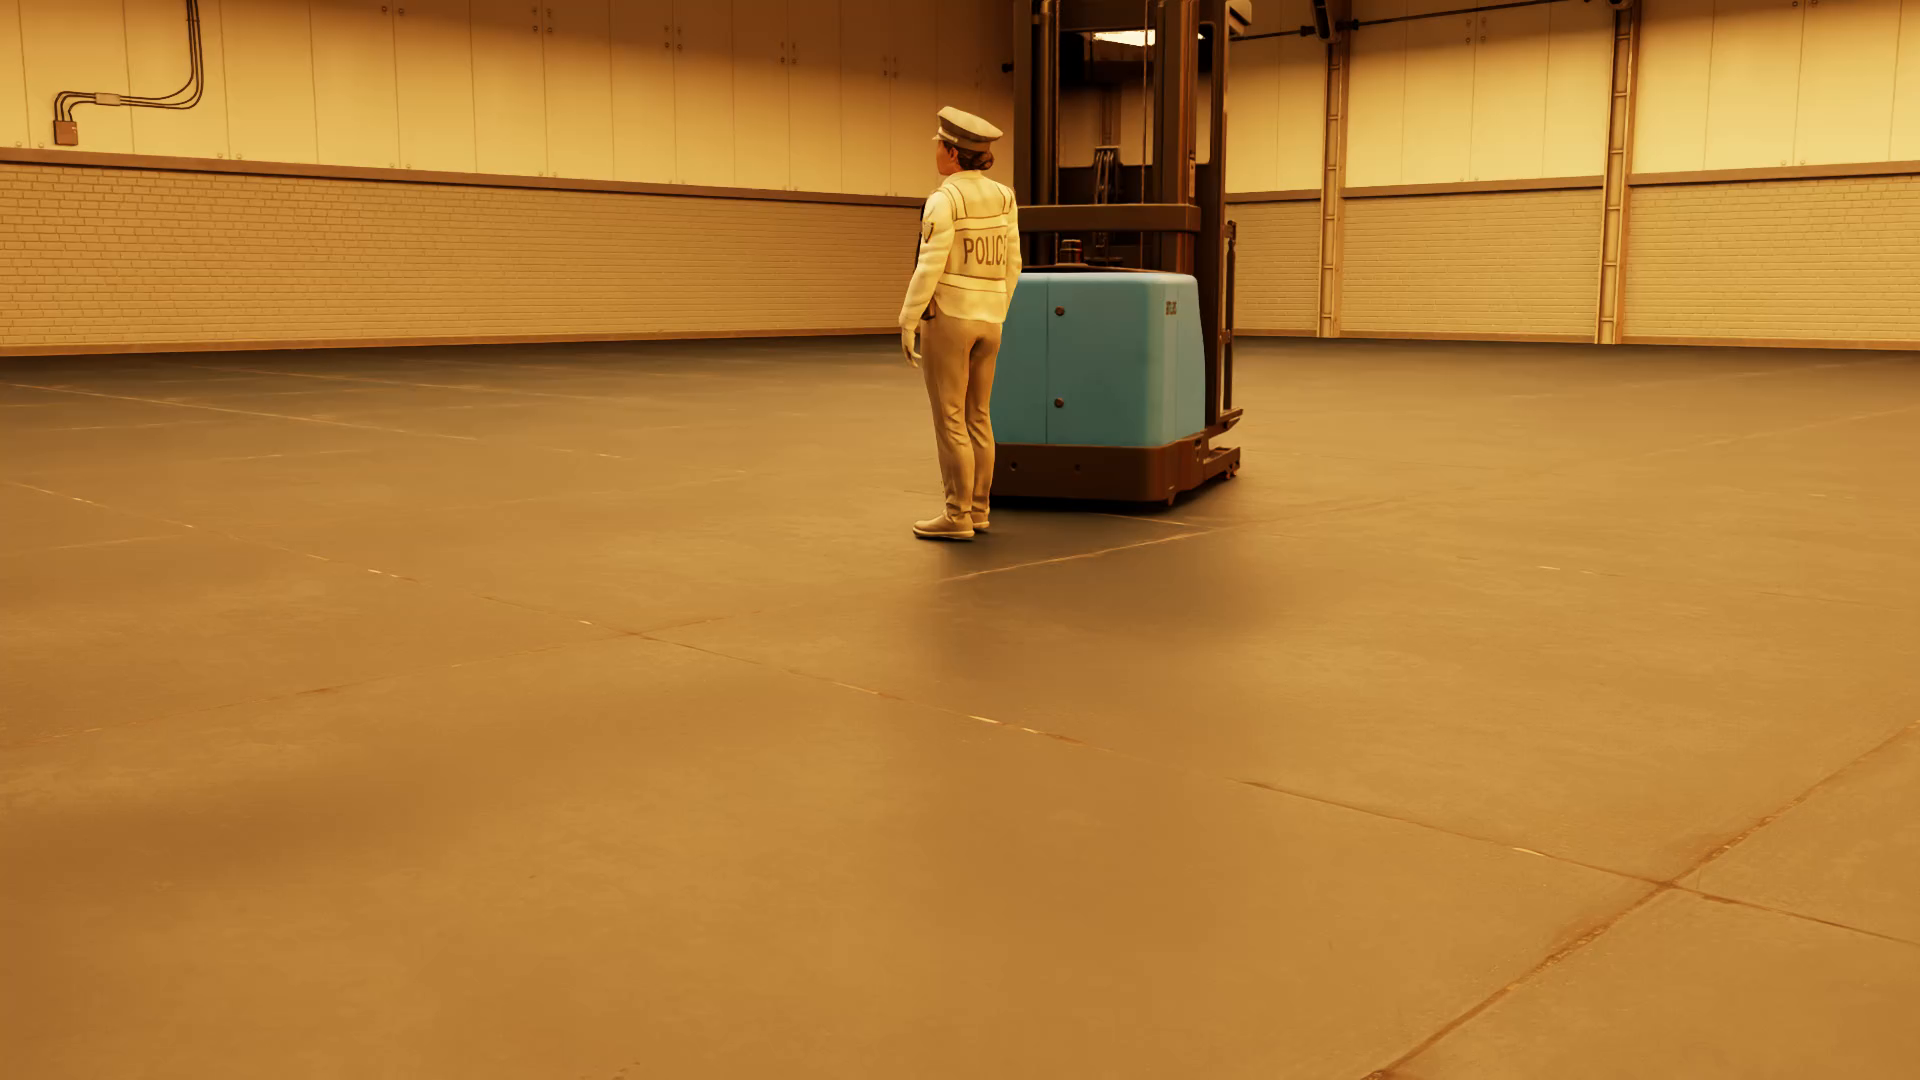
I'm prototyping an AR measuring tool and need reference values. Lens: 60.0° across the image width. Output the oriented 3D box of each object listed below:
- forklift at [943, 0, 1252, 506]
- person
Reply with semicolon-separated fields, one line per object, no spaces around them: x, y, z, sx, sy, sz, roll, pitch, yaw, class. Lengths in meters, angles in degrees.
0.888;-1.782;8.710;1.130;2.935;3.031;3;9;19;forklift
-0.045;-0.853;6.642;0.531;1.695;0.588;8;12;43;person
